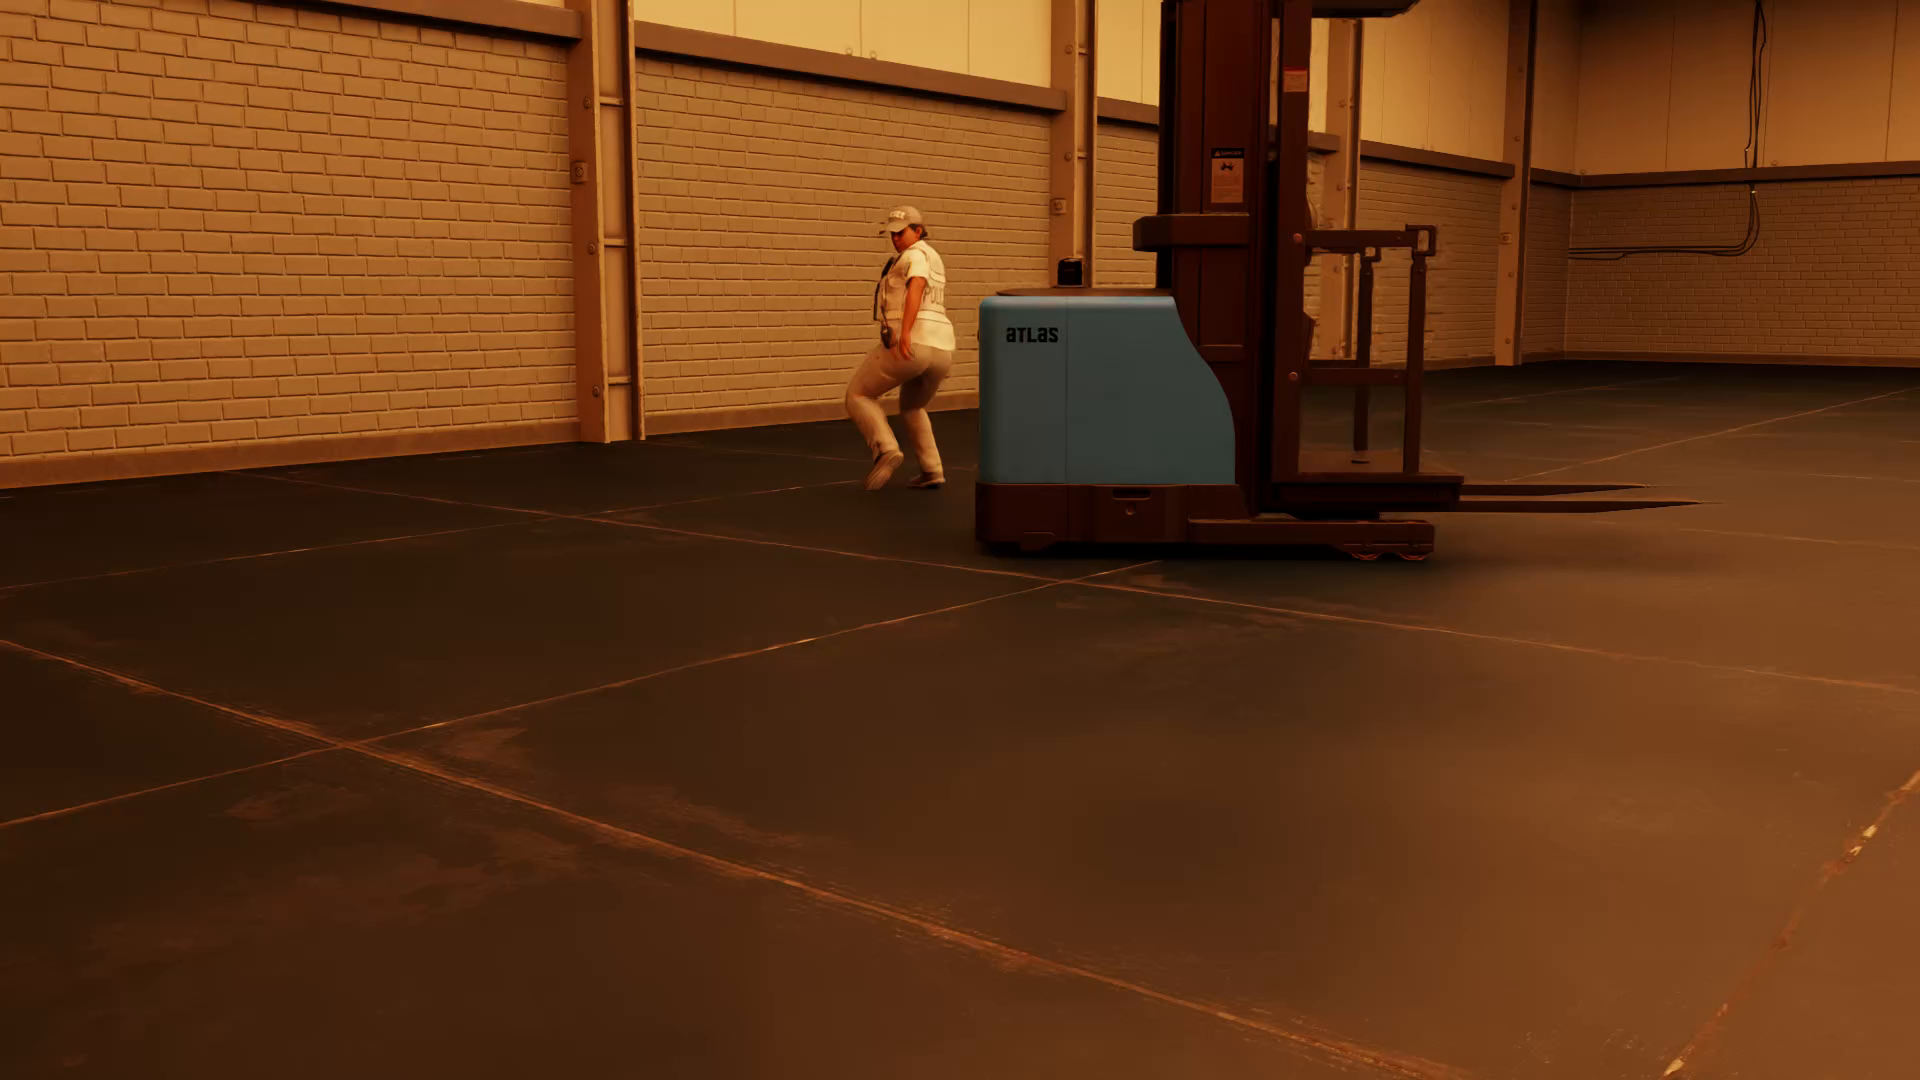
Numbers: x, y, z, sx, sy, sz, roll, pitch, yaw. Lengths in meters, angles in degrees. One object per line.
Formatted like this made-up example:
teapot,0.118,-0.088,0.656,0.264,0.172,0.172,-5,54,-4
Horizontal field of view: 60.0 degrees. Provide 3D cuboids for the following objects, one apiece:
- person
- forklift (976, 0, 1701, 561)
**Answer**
person,-0.305,-1.064,9.289,0.619,1.583,0.706,6,10,37
forklift,1.592,-1.442,7.135,3.031,2.935,1.130,0,8,2
